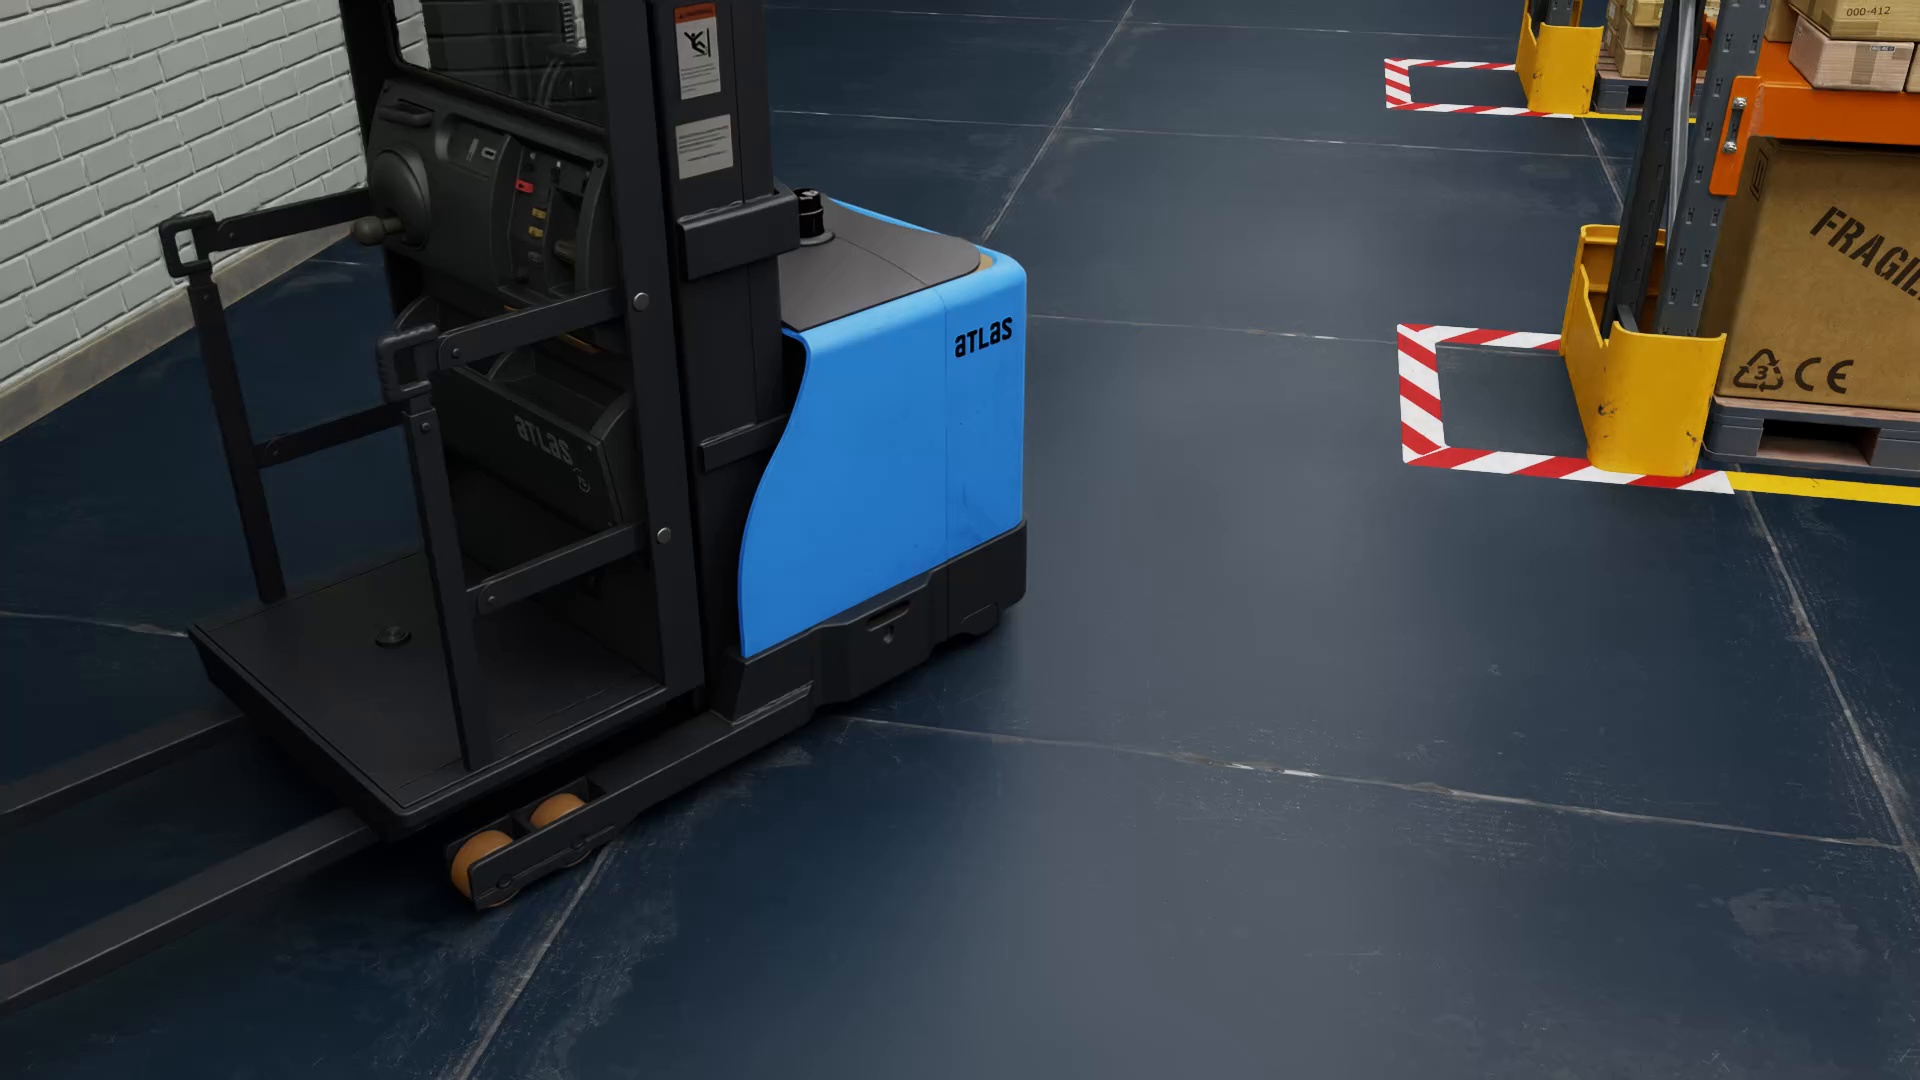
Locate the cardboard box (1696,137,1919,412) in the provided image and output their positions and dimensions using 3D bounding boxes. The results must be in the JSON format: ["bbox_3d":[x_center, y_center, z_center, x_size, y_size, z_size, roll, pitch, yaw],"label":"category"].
[{"bbox_3d":[3.114,-1.035,5.793,0.875,0.875,0.875,6,29,11],"label":"cardboard box"}]

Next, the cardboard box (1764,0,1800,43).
[{"bbox_3d":[2.888,-1.819,5.710,0.250,0.149,0.380,6,29,12],"label":"cardboard box"}]

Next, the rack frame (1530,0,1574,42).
[{"bbox_3d":[3.606,-4.129,9.668,0.127,3.000,1.000,6,29,11],"label":"rack frame"}]

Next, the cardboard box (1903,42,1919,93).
[{"bbox_3d":[3.001,-1.484,5.099,0.250,0.149,0.380,5,29,10],"label":"cardboard box"}]

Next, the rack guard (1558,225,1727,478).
[{"bbox_3d":[2.448,-0.716,6.037,0.348,0.500,1.175,6,29,11],"label":"rack guard"}]

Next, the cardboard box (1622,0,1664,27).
[{"bbox_3d":[4.047,-3.112,9.722,0.250,0.149,0.380,5,29,8],"label":"cardboard box"}]

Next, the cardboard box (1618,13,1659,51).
[{"bbox_3d":[4.065,-3.020,9.864,0.250,0.149,0.380,7,29,13],"label":"cardboard box"}]

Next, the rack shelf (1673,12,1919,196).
[{"bbox_3d":[4.427,-1.294,5.239,4.000,0.370,1.077,6,29,11],"label":"rack shelf"}]

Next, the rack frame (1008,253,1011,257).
[{"bbox_3d":[0.122,-0.399,5.042,0.006,0.900,0.240,6,29,11],"label":"rack frame"}]

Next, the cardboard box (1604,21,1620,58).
[{"bbox_3d":[4.164,-3.108,10.335,0.250,0.149,0.380,6,29,11],"label":"cardboard box"}]

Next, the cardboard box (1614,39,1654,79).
[{"bbox_3d":[4.051,-2.860,9.882,0.250,0.149,0.380,6,29,12],"label":"cardboard box"}]

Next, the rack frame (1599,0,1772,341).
[{"bbox_3d":[2.471,-1.810,5.432,0.127,3.000,1.000,6,29,11],"label":"rack frame"}]

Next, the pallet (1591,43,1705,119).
[{"bbox_3d":[4.467,-2.800,10.145,1.213,0.211,1.003,6,29,11],"label":"pallet"}]

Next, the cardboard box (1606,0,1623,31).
[{"bbox_3d":[4.182,-3.274,10.329,0.250,0.149,0.380,5,29,9],"label":"cardboard box"}]

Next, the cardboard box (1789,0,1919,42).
[{"bbox_3d":[2.884,-1.700,5.077,0.500,0.250,0.500,5,29,9],"label":"cardboard box"}]

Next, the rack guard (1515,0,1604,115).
[{"bbox_3d":[3.680,-3.025,10.255,0.348,0.500,1.175,6,29,11],"label":"rack guard"}]

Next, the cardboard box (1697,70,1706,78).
[{"bbox_3d":[4.325,-2.872,9.904,0.250,0.149,0.380,6,29,10],"label":"cardboard box"}]

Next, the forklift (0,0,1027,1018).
[{"bbox_3d":[-1.207,-0.741,3.552,3.031,2.935,1.130,-26,38,-38],"label":"forklift"}]

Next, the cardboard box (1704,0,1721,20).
[{"bbox_3d":[4.342,-3.140,9.775,0.250,0.149,0.380,6,29,11],"label":"cardboard box"}]

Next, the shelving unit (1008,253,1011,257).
[{"bbox_3d":[0.023,-0.409,5.061,0.210,0.900,0.258,6,29,11],"label":"shelving unit"}]

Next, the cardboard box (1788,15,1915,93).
[{"bbox_3d":[2.750,-1.509,5.144,0.250,0.149,0.380,6,29,11],"label":"cardboard box"}]

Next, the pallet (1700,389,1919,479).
[{"bbox_3d":[3.270,-0.543,6.022,1.213,0.211,1.003,6,29,11],"label":"pallet"}]

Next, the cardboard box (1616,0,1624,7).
[{"bbox_3d":[4.177,-3.390,10.230,0.250,0.149,0.380,6,29,11],"label":"cardboard box"}]
